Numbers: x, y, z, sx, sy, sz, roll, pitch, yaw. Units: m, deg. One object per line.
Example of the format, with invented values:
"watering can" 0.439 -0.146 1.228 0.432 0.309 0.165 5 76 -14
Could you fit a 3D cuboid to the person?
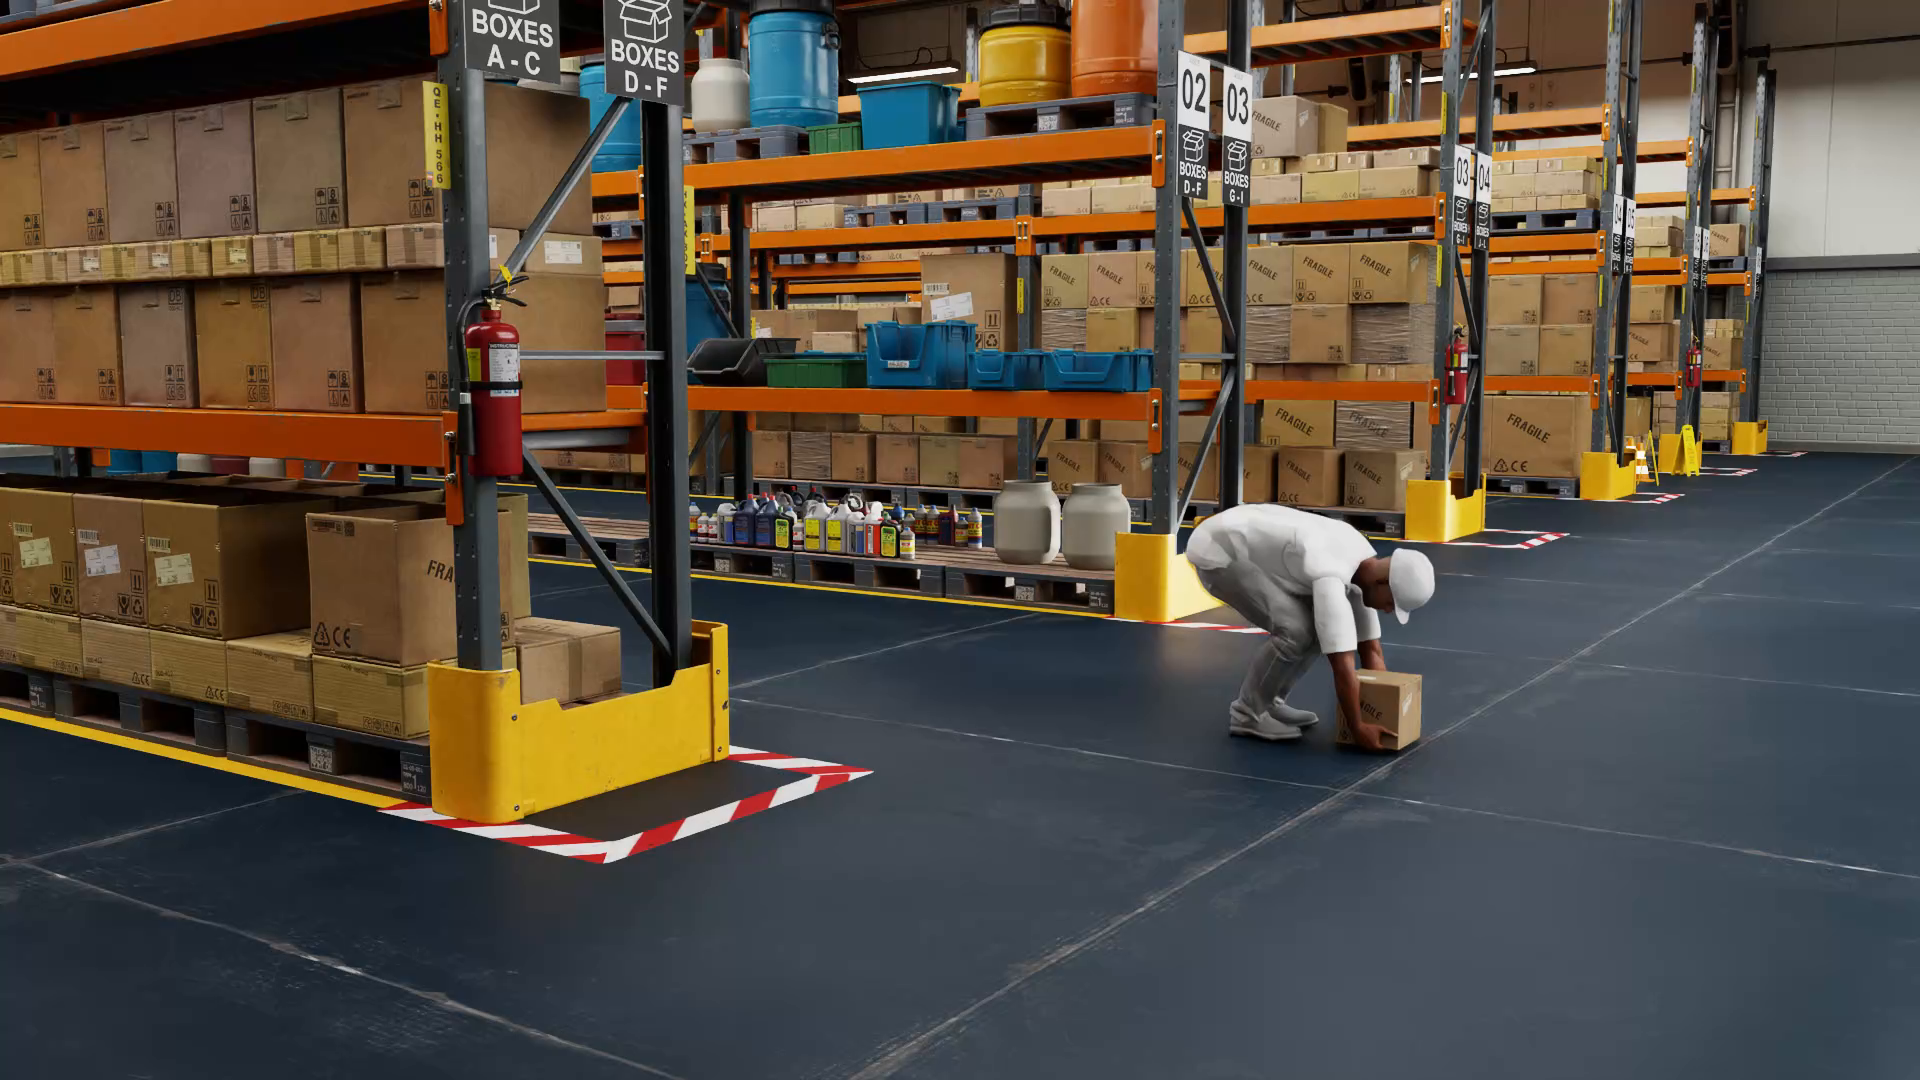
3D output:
"person" 1.384 0.322 6.584 0.975 0.925 0.500 4 7 31
